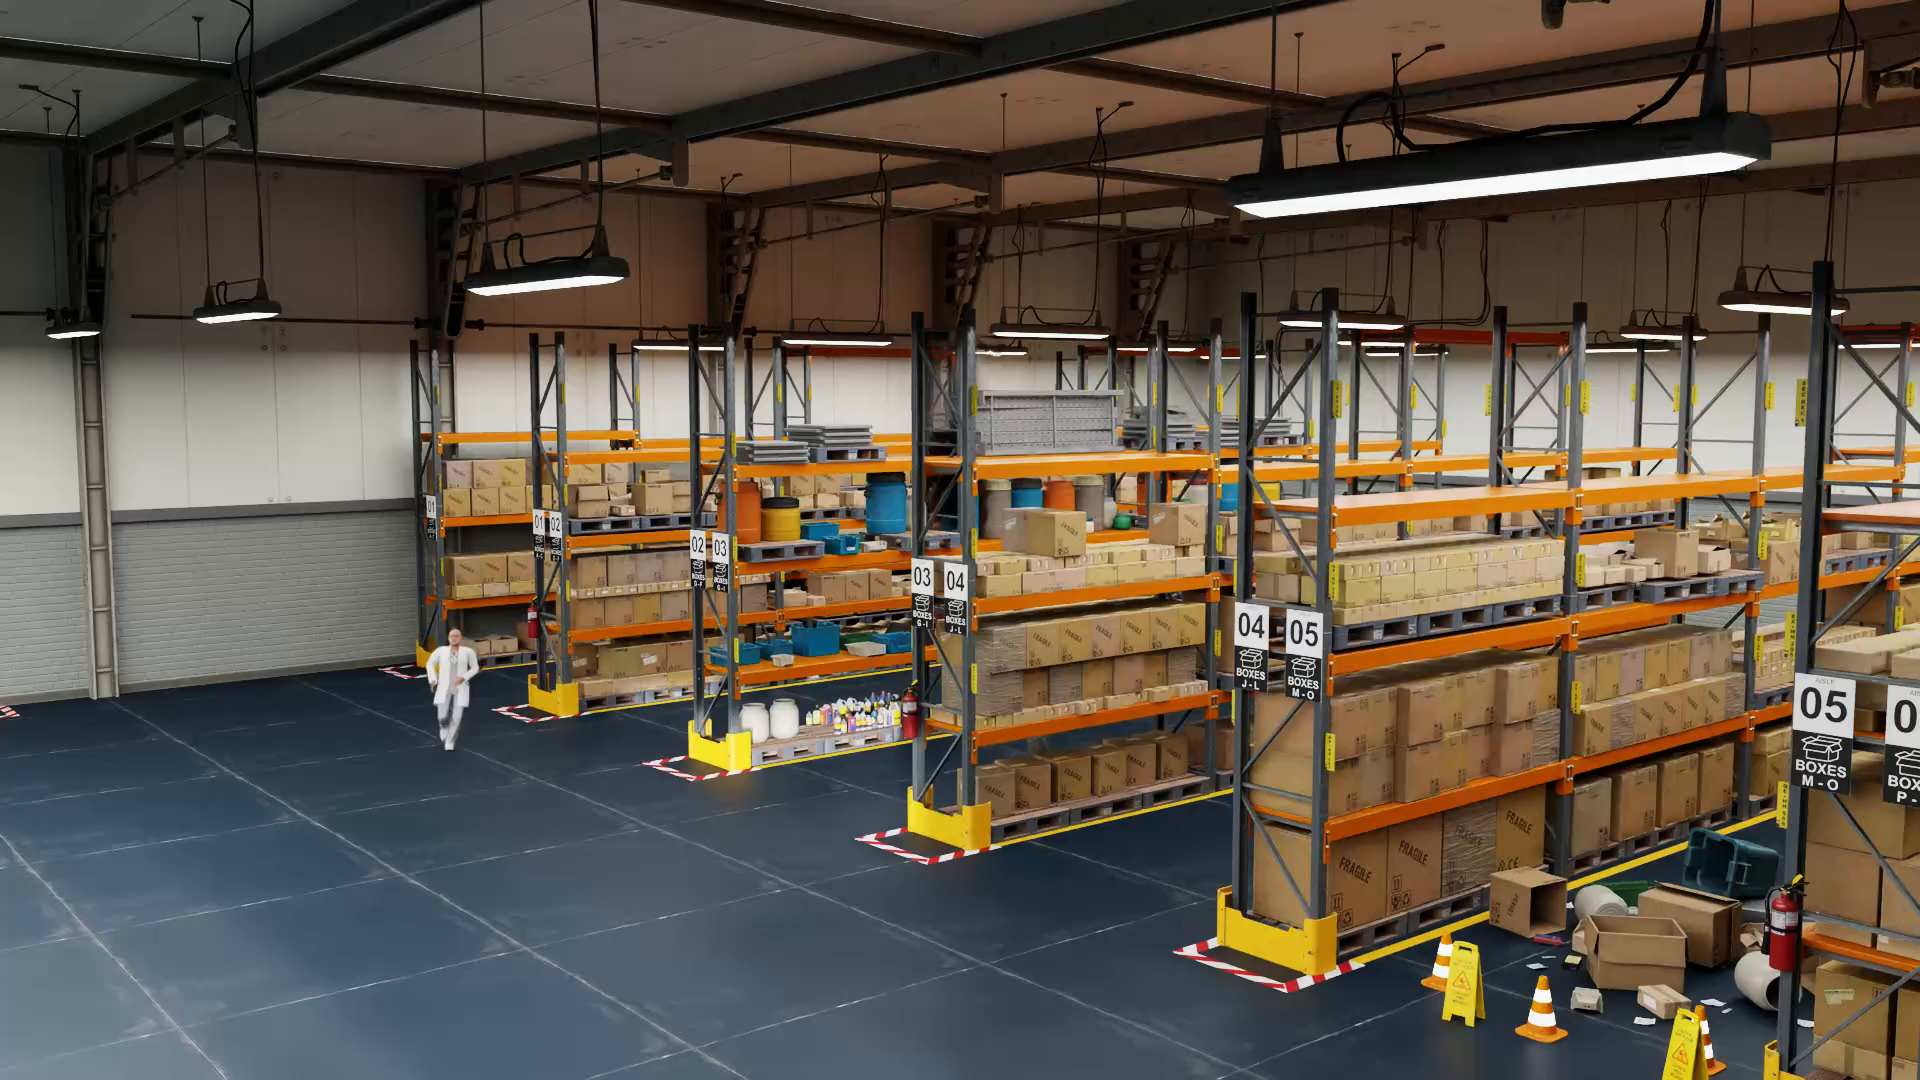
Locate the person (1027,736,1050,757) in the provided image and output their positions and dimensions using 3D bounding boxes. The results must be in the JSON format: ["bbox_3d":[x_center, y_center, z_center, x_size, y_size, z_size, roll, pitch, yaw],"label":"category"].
[{"bbox_3d":[1.012,2.277,22.150,0.596,1.739,0.764,5,7,41],"label":"person"}]

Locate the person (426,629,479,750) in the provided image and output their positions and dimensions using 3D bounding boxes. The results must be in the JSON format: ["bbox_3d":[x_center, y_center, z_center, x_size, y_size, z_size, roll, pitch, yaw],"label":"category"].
[{"bbox_3d":[-7.199,2.121,23.642,0.716,1.710,0.592,-2,6,-19],"label":"person"}]
